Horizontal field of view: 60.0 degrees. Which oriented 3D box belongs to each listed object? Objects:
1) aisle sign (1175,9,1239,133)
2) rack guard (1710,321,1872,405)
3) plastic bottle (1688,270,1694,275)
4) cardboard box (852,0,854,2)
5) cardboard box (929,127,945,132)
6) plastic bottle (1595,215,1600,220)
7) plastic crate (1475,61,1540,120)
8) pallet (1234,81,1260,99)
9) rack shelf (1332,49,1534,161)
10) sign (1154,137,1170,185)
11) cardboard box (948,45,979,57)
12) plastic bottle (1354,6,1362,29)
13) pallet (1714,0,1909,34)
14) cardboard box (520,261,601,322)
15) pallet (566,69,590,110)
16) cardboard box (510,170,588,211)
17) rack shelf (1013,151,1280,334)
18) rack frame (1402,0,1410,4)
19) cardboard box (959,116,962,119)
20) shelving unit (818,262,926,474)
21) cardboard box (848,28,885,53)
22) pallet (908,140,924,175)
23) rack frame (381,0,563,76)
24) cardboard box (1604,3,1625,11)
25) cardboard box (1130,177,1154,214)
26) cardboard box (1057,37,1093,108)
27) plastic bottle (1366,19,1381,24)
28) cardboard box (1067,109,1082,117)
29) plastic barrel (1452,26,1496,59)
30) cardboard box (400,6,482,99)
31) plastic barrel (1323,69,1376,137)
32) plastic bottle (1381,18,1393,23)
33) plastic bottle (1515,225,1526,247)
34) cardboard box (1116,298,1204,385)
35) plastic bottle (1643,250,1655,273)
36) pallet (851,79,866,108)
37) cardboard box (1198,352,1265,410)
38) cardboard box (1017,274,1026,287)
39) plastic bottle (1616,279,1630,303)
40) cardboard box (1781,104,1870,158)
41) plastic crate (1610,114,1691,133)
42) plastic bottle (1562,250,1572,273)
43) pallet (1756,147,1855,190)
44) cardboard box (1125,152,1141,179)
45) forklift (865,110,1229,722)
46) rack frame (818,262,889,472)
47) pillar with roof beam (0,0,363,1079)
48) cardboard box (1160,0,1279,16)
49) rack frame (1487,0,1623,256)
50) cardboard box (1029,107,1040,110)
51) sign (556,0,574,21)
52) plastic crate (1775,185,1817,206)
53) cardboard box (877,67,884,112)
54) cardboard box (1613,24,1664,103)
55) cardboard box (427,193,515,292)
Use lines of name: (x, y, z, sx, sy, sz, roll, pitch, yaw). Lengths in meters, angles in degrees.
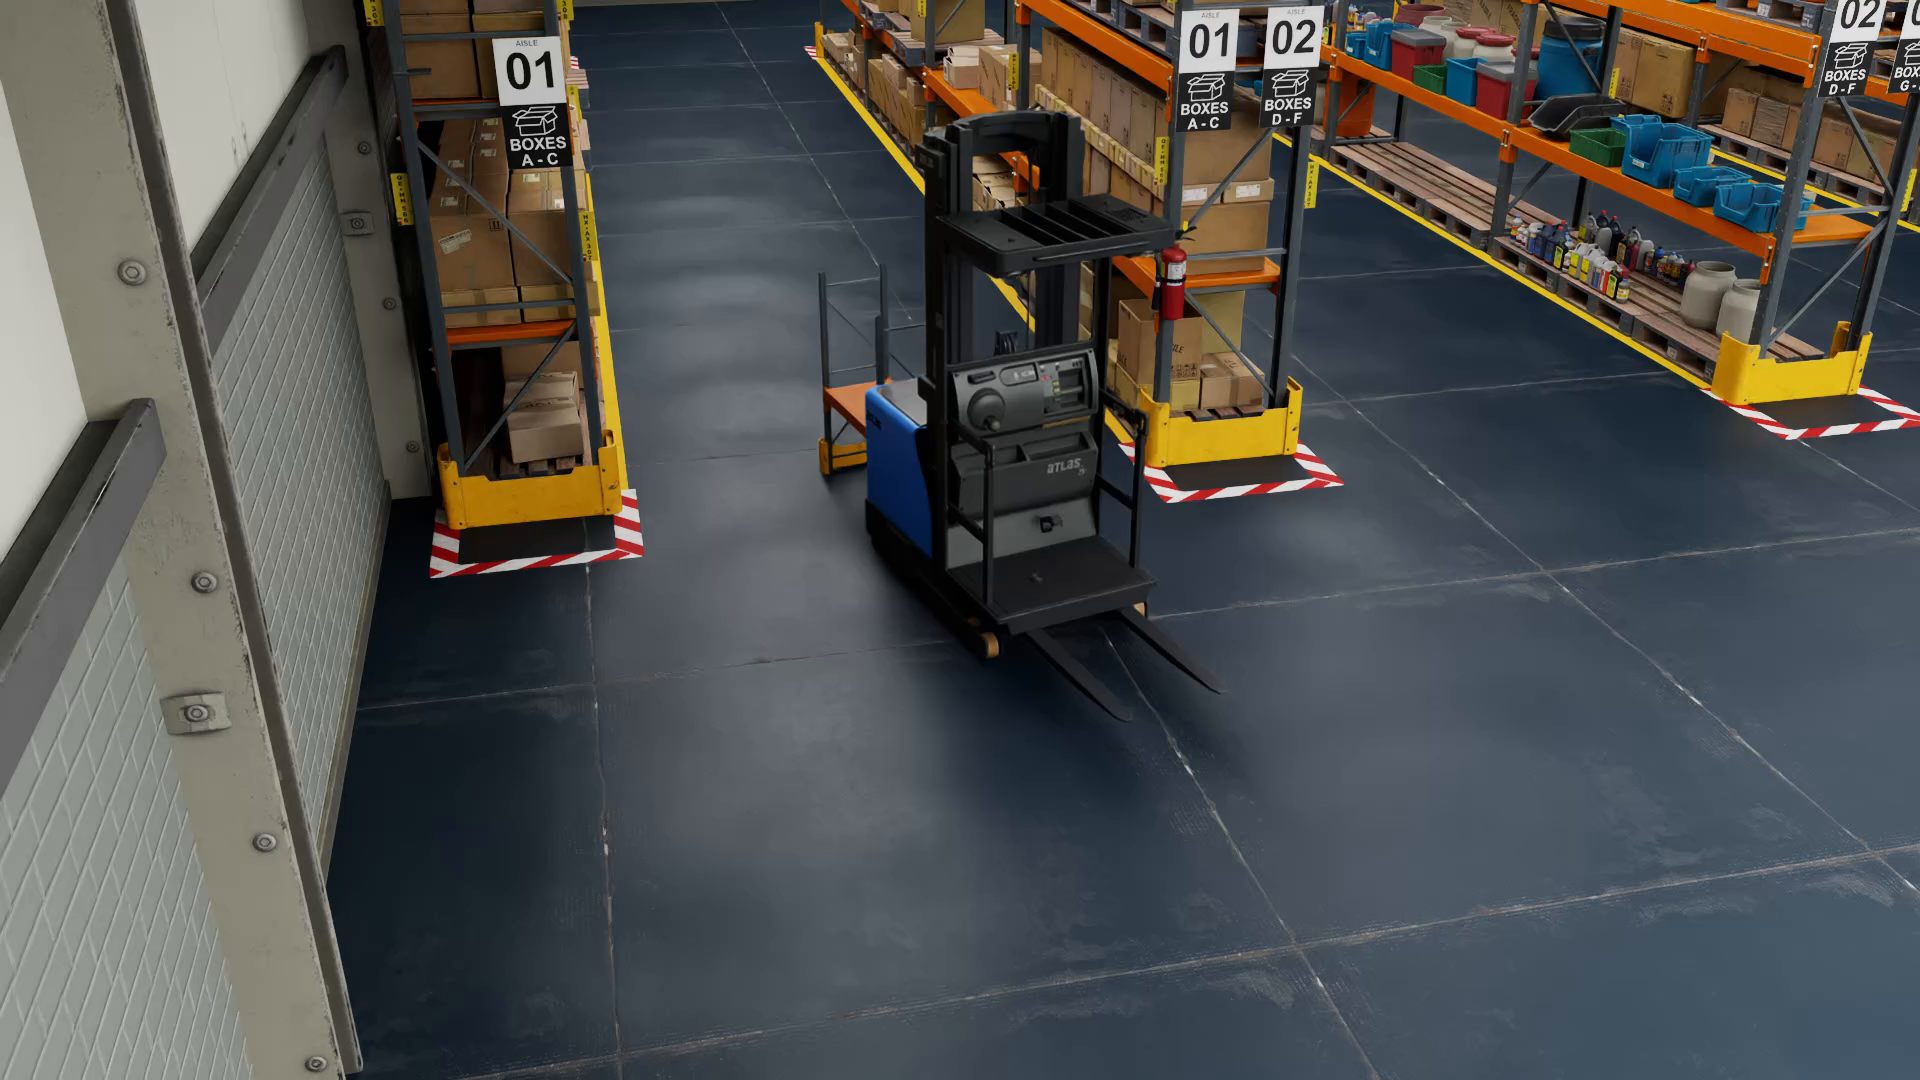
aisle sign: (1.640, -3.111, 11.047, 0.394, 0.787, 0.004, -6, 27, -12)
rack guard: (6.675, -1.424, 13.362, 1.175, 0.500, 0.348, -6, 27, -12)
plastic bottle: (6.610, -2.331, 15.003, 0.097, 0.201, 0.097, 0, 27, 0)
cardboard box: (-1.273, -7.742, 22.995, 0.500, 0.500, 0.500, -5, 27, -10)
cardboard box: (-0.060, -4.472, 18.591, 0.500, 0.311, 0.500, -5, 27, -10)
plastic bottle: (6.266, -3.073, 16.382, 0.061, 0.283, 0.133, -5, 27, -9)
plastic crate: (5.429, -4.477, 16.567, 0.402, 0.464, 0.583, -6, 27, -12)
pallet: (4.167, -6.191, 23.128, 1.003, 0.211, 1.213, -6, 27, -12)
rack shelf: (5.386, -4.824, 18.123, 1.077, 0.370, 4.000, -6, 27, -12)
sign: (1.380, -2.583, 11.338, 0.100, 0.325, 0.005, -6, 27, -12)
cardboard box: (0.148, -5.318, 18.402, 0.500, 0.311, 0.500, -4, 27, -8)
plastic bottle: (5.011, -6.562, 20.897, 0.061, 0.283, 0.133, -6, 27, -12)
pallet: (6.647, -4.139, 12.848, 1.003, 0.211, 1.213, -6, 27, -12)
cardboard box: (-2.715, -1.693, 11.267, 0.500, 0.250, 0.500, -7, 28, -13)
pallet: (-4.453, -4.629, 17.152, 1.213, 0.211, 1.003, -6, 27, -12)
cardboard box: (-2.831, -2.240, 11.517, 0.500, 0.500, 0.500, -6, 27, -11)
rack shelf: (1.461, -2.566, 13.651, 1.077, 0.370, 4.000, -6, 27, -12)
rack frame: (7.958, -10.038, 27.655, 1.000, 3.000, 0.127, -6, 27, -12)
cardboard box: (0.284, -4.831, 19.625, 0.500, 0.500, 0.500, -5, 27, -9)
shelving unit: (-0.530, -1.011, 11.434, 0.587, 1.500, 1.083, -12, 29, -22)
cardboard box: (-1.221, -7.184, 24.283, 0.797, 0.503, 0.637, -6, 27, -12)
pallet: (-0.023, -4.608, 19.992, 1.003, 0.211, 1.213, -6, 27, -12)
rack frame: (-2.914, -4.183, 9.397, 1.000, 3.000, 0.127, -6, 27, -12)
cardboard box: (9.067, -7.433, 22.382, 0.500, 0.500, 0.500, -5, 27, -11)
cardboard box: (1.696, -2.491, 12.591, 0.700, 0.500, 0.500, -5, 27, -10)
cardboard box: (1.231, -3.974, 14.089, 0.700, 0.500, 0.500, -6, 27, -12)
plastic bottle: (5.004, -6.175, 20.139, 0.152, 0.276, 0.135, -6, 27, -12)
cardboard box: (1.113, -3.514, 13.898, 0.380, 0.149, 0.250, -7, 28, -13)
plastic barrel: (5.572, -5.282, 18.081, 0.433, 0.535, 0.433, 0, 27, 0)
cardboard box: (-3.255, -3.055, 10.358, 0.500, 0.500, 0.500, -4, 27, -8)
plastic barrel: (4.808, -5.455, 20.517, 0.600, 0.830, 0.708, -6, 27, -12)
plastic bottle: (5.153, -6.190, 20.170, 0.152, 0.276, 0.135, -6, 27, -12)
plastic bottle: (5.504, -2.985, 16.299, 0.097, 0.201, 0.097, 0, 27, 0)
cardboard box: (1.501, -1.510, 12.512, 0.500, 0.500, 0.500, -6, 27, -12)
plastic bottle: (6.465, -2.614, 15.563, 0.097, 0.201, 0.097, 0, 27, 0)
pallet: (-0.947, -6.334, 23.412, 1.003, 0.211, 1.213, -6, 27, -12)
cardboard box: (2.007, -1.228, 12.785, 0.500, 0.250, 0.500, -6, 27, -12)
cardboard box: (0.819, -2.491, 15.289, 0.500, 0.250, 0.500, -6, 27, -12)
plastic bottle: (5.897, -2.220, 14.783, 0.097, 0.201, 0.097, 0, 27, 0)
cardboard box: (10.203, -4.824, 19.611, 0.700, 0.500, 0.500, -4, 27, -7)
plastic crate: (6.351, -3.742, 15.347, 0.499, 0.251, 0.616, -6, 27, -12)
plastic bottle: (5.698, -2.608, 15.552, 0.097, 0.201, 0.097, 0, 27, 0)
pallet: (10.207, -4.403, 19.586, 1.003, 0.211, 1.213, -6, 27, -12)
cardboard box: (1.467, -2.830, 12.543, 0.380, 0.149, 0.250, -6, 27, -11)
forklift: (0.483, -0.835, 9.499, 1.130, 2.935, 3.031, -13, 29, -23)
rack frame: (-0.741, -1.214, 11.838, 0.500, 1.500, 0.032, -12, 29, -22)
pillar with roof beam: (1.632, -2.206, 5.480, 9.100, 9.000, 0.400, -6, 27, -12)
cardboard box: (1.786, -3.897, 11.424, 0.797, 0.503, 0.637, -4, 27, -8)
rack frame: (5.837, -4.267, 16.221, 1.000, 3.000, 0.127, -6, 27, -12)
cardboard box: (0.856, -3.910, 15.681, 0.500, 0.250, 0.500, -4, 27, -8)
sign: (-2.386, -3.289, 9.986, 0.100, 0.325, 0.005, -6, 27, -12)
plastic crate: (6.850, -2.819, 13.645, 0.298, 0.136, 0.250, -6, 27, -12)
cardboard box: (-0.790, -5.888, 21.719, 0.500, 0.500, 0.500, -6, 27, -11)
cardboard box: (9.432, -6.462, 22.462, 1.225, 0.875, 0.875, -6, 27, -11)
cardboard box: (-3.227, -1.967, 10.977, 0.500, 0.500, 0.500, -6, 27, -12)
